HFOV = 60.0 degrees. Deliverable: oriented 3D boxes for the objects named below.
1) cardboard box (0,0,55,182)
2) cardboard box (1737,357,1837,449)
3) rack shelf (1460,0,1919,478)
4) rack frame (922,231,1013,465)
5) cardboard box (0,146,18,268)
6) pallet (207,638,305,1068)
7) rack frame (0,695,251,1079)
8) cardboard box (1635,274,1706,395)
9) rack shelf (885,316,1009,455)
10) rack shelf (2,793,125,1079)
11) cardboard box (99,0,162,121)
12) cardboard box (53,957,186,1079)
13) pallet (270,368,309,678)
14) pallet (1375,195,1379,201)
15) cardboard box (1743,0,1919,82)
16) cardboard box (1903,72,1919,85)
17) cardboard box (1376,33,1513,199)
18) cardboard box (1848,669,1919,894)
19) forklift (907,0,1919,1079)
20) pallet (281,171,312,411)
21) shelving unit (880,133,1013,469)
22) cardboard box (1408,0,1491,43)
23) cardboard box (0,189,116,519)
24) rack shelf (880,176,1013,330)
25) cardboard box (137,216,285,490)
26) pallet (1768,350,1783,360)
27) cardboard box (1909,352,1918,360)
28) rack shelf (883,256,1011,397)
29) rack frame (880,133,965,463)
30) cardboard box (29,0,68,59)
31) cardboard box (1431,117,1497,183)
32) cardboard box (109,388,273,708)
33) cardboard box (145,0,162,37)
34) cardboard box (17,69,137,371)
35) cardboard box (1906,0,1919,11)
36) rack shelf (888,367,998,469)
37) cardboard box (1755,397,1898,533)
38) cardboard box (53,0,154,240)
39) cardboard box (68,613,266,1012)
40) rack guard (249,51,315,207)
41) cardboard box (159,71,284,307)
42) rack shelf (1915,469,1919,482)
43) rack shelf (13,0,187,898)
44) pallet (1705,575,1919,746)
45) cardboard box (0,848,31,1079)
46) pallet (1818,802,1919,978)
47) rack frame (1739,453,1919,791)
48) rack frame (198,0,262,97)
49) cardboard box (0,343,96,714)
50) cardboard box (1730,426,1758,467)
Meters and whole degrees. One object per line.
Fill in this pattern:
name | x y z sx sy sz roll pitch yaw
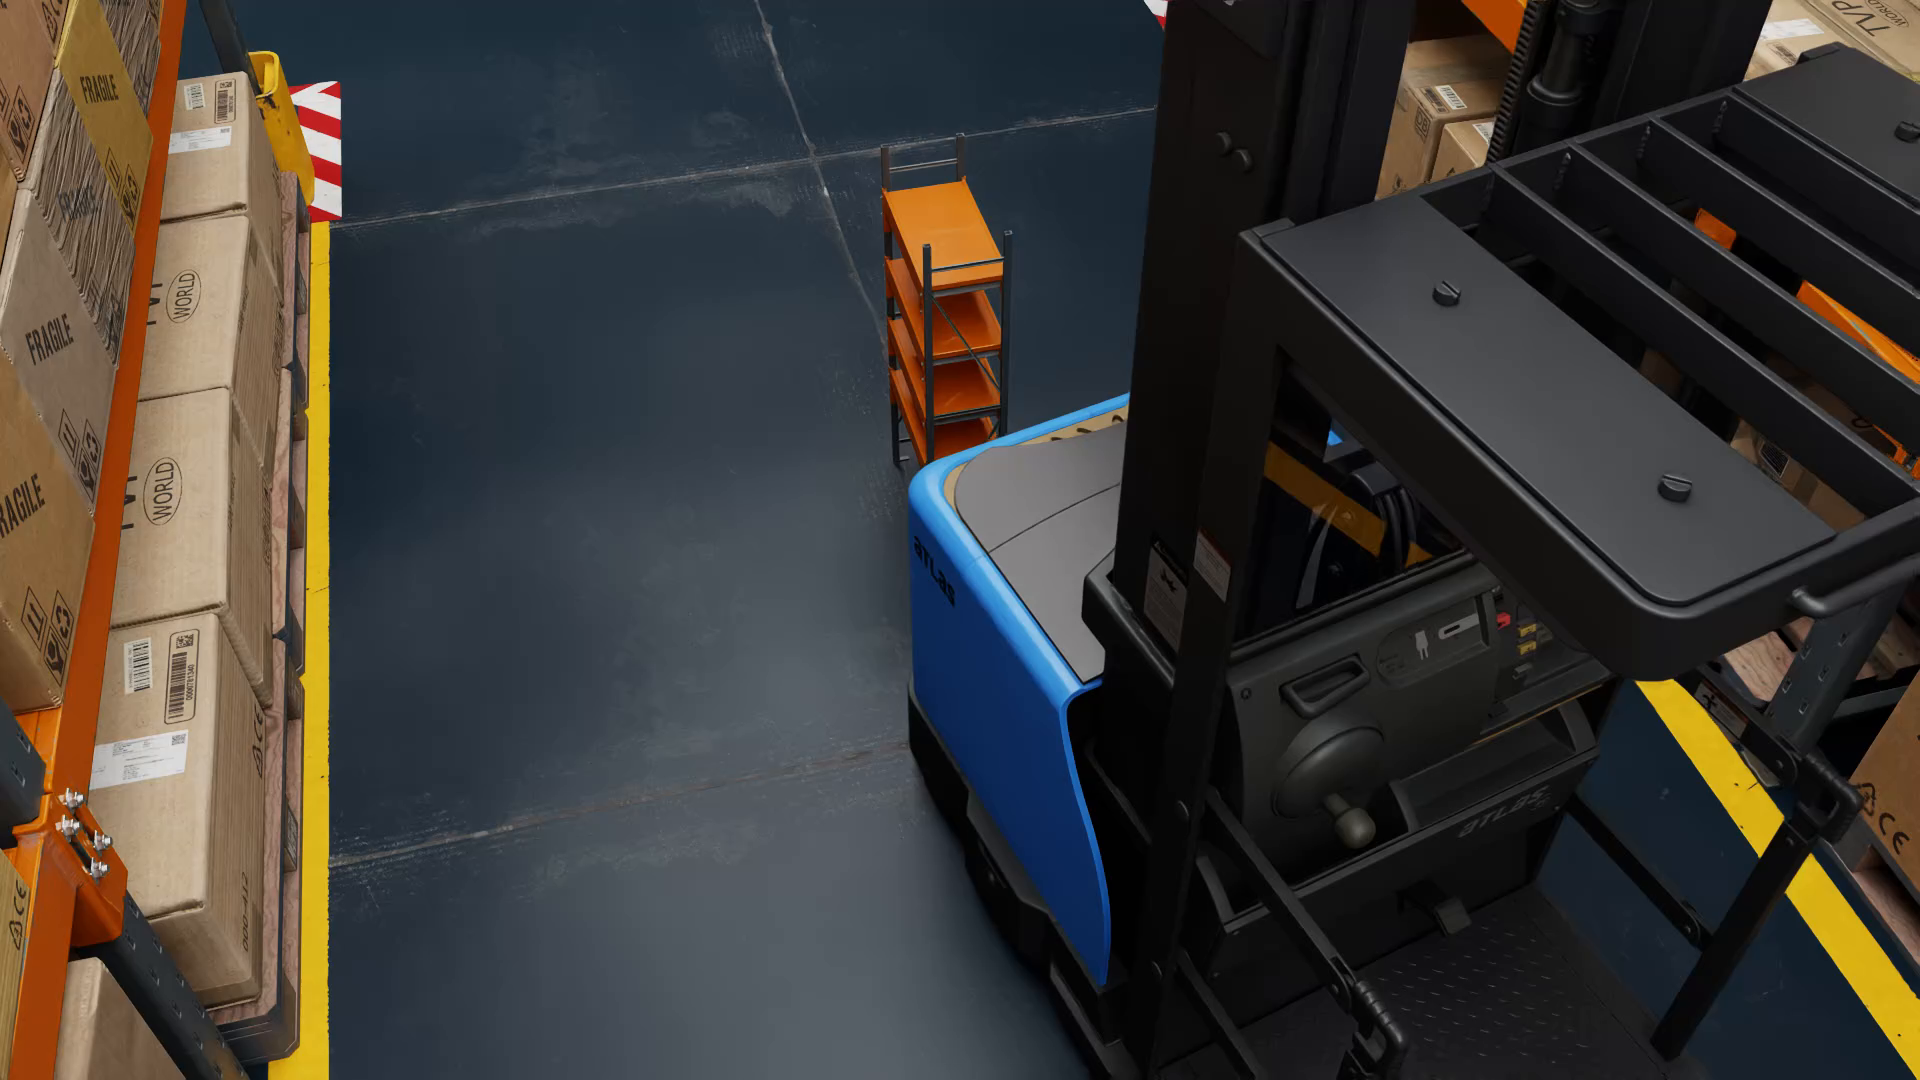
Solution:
cardboard box | -2.246 -1.049 3.408 0.500 0.500 0.500 -10 46 -10
cardboard box | 2.630 -0.443 5.286 0.380 0.149 0.250 -11 47 -11
rack shelf | 2.170 -1.625 5.246 1.077 0.370 4.000 -11 47 -10
rack frame | 0.020 -0.366 4.768 0.240 1.200 0.015 -11 47 -10
cardboard box | -2.126 -0.693 3.059 0.500 0.500 0.500 -11 47 -11
pallet | -2.234 0.851 4.268 1.003 0.211 1.213 -11 47 -10
rack frame | -2.112 0.414 2.744 0.949 2.616 0.053 -11 47 -10
cardboard box | 2.170 -0.776 5.366 0.700 0.500 0.500 -12 47 -12
rack shelf | -0.042 -0.487 4.982 0.258 0.148 0.480 -11 47 -10
rack shelf | -1.603 2.047 1.647 1.077 0.370 4.000 -11 47 -10
cardboard box | -2.505 -1.395 4.447 0.500 0.500 0.500 -9 46 -9
cardboard box | -1.879 1.425 2.947 0.875 0.875 0.875 -9 46 -9
pallet | -2.550 0.007 5.095 1.003 0.211 1.213 -11 47 -10
pallet | 1.883 -1.678 6.747 1.003 0.211 1.213 -11 47 -10
cardboard box | 2.173 -1.197 4.220 0.500 0.250 0.500 -11 47 -10
cardboard box | 2.316 -0.854 3.884 0.500 0.250 0.500 -10 46 -9
cardboard box | 1.904 -1.492 6.068 0.700 0.500 0.500 -9 46 -9
cardboard box | 2.588 0.607 4.011 0.500 0.500 0.500 -9 46 -9
forklift | 0.983 0.338 2.867 1.130 2.935 3.031 -20 49 -19
pallet | -2.859 -0.833 5.919 1.003 0.211 1.213 -11 47 -10
shelving unit | -0.042 -0.534 4.933 0.258 1.200 0.503 -11 47 -10
cardboard box | 1.723 -2.091 6.653 0.797 0.503 0.637 -12 47 -12
cardboard box | -2.107 -0.340 3.413 0.500 0.500 0.500 -10 47 -10
rack shelf | -0.042 -0.809 4.653 0.258 0.148 0.480 -11 47 -10
cardboard box | -2.631 -0.530 5.169 0.875 0.438 0.875 -10 46 -9
pallet | 2.191 -0.838 5.923 1.003 0.211 1.213 -11 47 -10
cardboard box | 2.356 -0.582 3.896 0.380 0.149 0.250 -10 46 -10
rack shelf | -0.042 -0.644 4.822 0.258 0.148 0.480 -11 47 -10
rack frame | -0.105 -0.703 5.099 0.240 1.200 0.015 -11 47 -10
cardboard box | -2.373 -1.398 3.749 0.500 0.500 0.500 -11 47 -11
cardboard box | 1.943 -1.109 5.693 0.500 0.500 0.500 -10 46 -10
cardboard box | -2.402 0.093 4.558 0.875 0.438 0.875 -12 47 -11
cardboard box | -2.646 -1.748 4.793 0.500 0.500 0.500 -12 47 -11
cardboard box | -2.228 -0.685 3.751 0.500 0.500 0.500 -10 47 -10
cardboard box | 2.681 -1.283 4.304 0.500 0.250 0.500 -11 47 -11
rack shelf | -0.042 -0.348 5.123 0.258 0.148 0.480 -11 47 -10
cardboard box | 2.741 -0.201 4.935 0.500 0.311 0.500 -9 46 -9
cardboard box | -2.360 -1.041 4.100 0.500 0.500 0.500 -9 46 -9
cardboard box | -2.172 0.711 3.953 0.875 0.438 0.875 -11 47 -11
rack guard | -3.145 -1.489 6.359 1.175 0.500 0.348 -11 47 -10
cardboard box | -2.874 -1.160 5.786 0.875 0.438 0.875 -12 47 -12
rack shelf | 3.194 1.137 2.539 1.077 0.370 4.000 -11 47 -10
rack shelf | -2.627 -0.714 4.354 1.077 0.370 4.000 -11 47 -10
pallet | 2.507 0.006 5.096 1.003 0.211 1.213 -11 47 -10
cardboard box | -1.757 0.731 2.539 0.500 0.250 0.500 -12 47 -11
pallet | 2.927 1.035 4.088 1.003 0.211 1.213 -11 47 -10
rack frame | 2.682 -0.496 3.635 1.000 3.000 0.127 -11 47 -10
rack frame | -3.139 -2.347 5.450 1.000 3.000 0.127 -11 47 -10
cardboard box | -1.982 0.008 3.072 0.500 0.500 0.500 -9 46 -9
cardboard box | 2.164 -0.263 5.028 0.396 0.266 0.258 -9 46 -9
